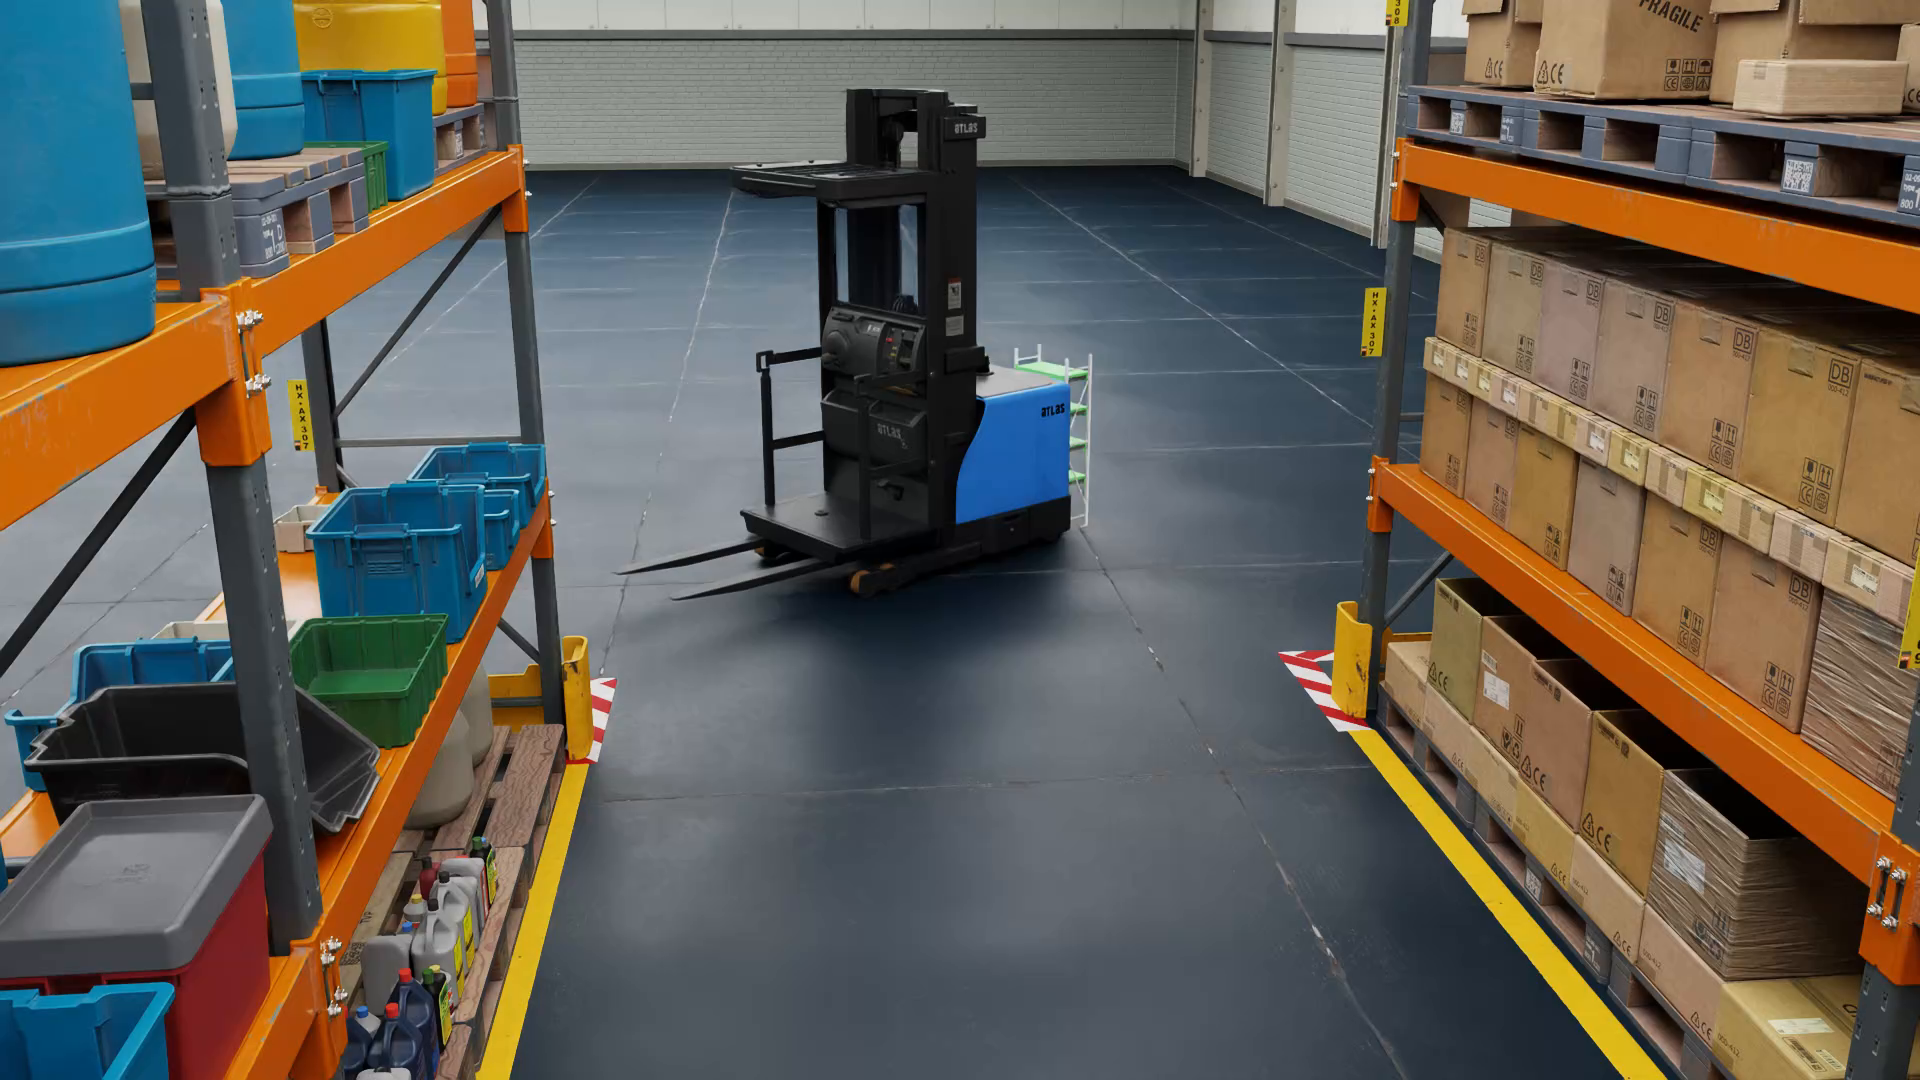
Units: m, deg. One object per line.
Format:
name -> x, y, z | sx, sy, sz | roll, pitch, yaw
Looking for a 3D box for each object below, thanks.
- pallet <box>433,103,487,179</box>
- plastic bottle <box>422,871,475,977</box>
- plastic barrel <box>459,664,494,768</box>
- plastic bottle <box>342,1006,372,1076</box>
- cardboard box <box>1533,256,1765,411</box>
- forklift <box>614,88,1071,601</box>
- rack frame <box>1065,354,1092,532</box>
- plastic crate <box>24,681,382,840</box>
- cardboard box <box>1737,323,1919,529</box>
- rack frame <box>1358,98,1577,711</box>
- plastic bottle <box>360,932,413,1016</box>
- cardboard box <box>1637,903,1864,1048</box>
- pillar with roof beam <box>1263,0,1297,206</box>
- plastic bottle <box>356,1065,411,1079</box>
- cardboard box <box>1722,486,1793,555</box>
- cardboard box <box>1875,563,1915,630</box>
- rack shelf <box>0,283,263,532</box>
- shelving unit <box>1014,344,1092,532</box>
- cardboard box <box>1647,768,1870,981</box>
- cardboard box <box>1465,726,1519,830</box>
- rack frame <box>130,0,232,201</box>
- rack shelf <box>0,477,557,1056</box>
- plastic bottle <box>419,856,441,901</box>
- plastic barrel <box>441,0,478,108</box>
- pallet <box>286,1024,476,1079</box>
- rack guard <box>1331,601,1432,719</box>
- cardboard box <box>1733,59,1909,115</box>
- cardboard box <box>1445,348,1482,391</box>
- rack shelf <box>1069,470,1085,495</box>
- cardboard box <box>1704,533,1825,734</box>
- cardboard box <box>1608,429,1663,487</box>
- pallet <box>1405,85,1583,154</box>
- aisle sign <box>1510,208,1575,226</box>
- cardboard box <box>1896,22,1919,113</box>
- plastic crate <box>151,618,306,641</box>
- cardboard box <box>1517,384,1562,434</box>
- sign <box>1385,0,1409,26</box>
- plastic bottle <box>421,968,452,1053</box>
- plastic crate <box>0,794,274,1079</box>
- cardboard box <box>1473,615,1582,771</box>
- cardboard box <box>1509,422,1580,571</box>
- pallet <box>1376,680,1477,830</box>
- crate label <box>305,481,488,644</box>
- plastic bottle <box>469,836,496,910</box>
pallet -> -2.426, -1.536, 6.371 | 1.003, 0.211, 1.213 | -2, 18, -6
plastic bottle -> -1.755, 1.309, 5.687 | 0.144, 0.351, 0.185 | -1, 17, -3
plastic barrel -> -2.270, 0.735, 7.279 | 0.421, 0.512, 0.421 | 0, 17, 0
plastic bottle -> -1.816, 1.552, 4.914 | 0.144, 0.351, 0.185 | -2, 18, -6
cardboard box -> 2.666, -0.802, 6.390 | 0.700, 0.500, 0.500 | -2, 18, -5
forklift -> -0.696, -1.225, 10.185 | 3.031, 2.935, 1.130 | -15, 23, -39
rack frame -> 0.788, -0.649, 11.239 | 0.240, 1.200, 0.015 | -15, 23, -39
plastic crate -> -1.929, 0.617, 4.309 | 0.767, 0.338, 0.504 | -2, 18, -6
cardboard box -> 2.820, -0.354, 4.965 | 0.700, 0.500, 0.500 | -2, 18, -6
rack frame -> 2.513, -0.597, 8.070 | 1.000, 3.000, 0.127 | -2, 18, -6
plastic bottle -> -1.880, 1.412, 5.483 | 0.152, 0.276, 0.135 | -2, 18, -6
cardboard box -> 2.619, 1.426, 5.517 | 0.500, 0.250, 0.500 | -2, 18, -6
pillar with roof beam -> 1.615, -10.449, 29.436 | 9.100, 9.000, 0.400 | -2, 18, -6
plastic bottle -> -1.659, 1.632, 4.782 | 0.152, 0.276, 0.135 | -1, 17, -4
cardboard box -> 2.603, -0.067, 5.131 | 0.380, 0.149, 0.250 | -2, 18, -6
cardboard box -> 2.685, 0.163, 4.399 | 0.380, 0.149, 0.250 | -2, 18, -6
rack shelf -> -1.795, 0.255, 1.551 | 1.077, 0.370, 4.000 | -2, 18, -6
shelving unit -> 0.627, -0.703, 11.413 | 0.258, 1.200, 0.503 | -15, 23, -39
cardboard box -> 2.620, 1.068, 5.405 | 0.500, 0.500, 0.500 | -2, 18, -6
cardboard box -> 2.454, 0.979, 6.940 | 0.500, 0.250, 0.500 | -2, 18, -6
rack frame -> -2.002, -2.115, 2.892 | 1.000, 3.000, 0.127 | -2, 18, -6
rack shelf -> -2.208, 0.494, 5.796 | 1.077, 0.370, 4.000 | -2, 18, -6
plastic bottle -> -1.896, 1.254, 5.975 | 0.061, 0.283, 0.133 | -2, 18, -6
plastic barrel -> -2.238, -2.140, 6.561 | 0.600, 0.830, 0.708 | -2, 18, -6
pallet -> -2.029, 1.876, 4.849 | 1.003, 0.211, 1.213 | -2, 18, -6
rack guard -> 2.511, 0.589, 8.467 | 1.175, 0.500, 0.348 | -2, 18, -6
cardboard box -> 2.529, -1.334, 4.897 | 0.380, 0.149, 0.250 | -2, 18, -6
cardboard box -> 2.369, -0.752, 7.314 | 0.380, 0.149, 0.250 | -2, 18, -7
rack shelf -> 0.626, -0.413, 11.504 | 0.258, 0.148, 0.480 | -15, 23, -39
cardboard box -> 2.813, 0.258, 5.180 | 0.700, 0.500, 0.500 | -2, 18, -6
cardboard box -> 2.525, -0.294, 5.856 | 0.380, 0.149, 0.250 | -1, 17, -4
pallet -> 2.560, -1.774, 6.961 | 1.003, 0.211, 1.213 | -2, 18, -6
aisle sign -> 2.798, -1.866, 7.772 | 0.394, 0.787, 0.004 | -2, 18, -6
cardboard box -> 3.080, -1.380, 4.771 | 0.500, 0.311, 0.500 | -3, 18, -9
plastic crate -> -2.421, 0.397, 5.346 | 0.530, 0.136, 0.437 | -2, 18, -6
cardboard box -> 2.447, -0.523, 6.585 | 0.380, 0.149, 0.250 | -2, 18, -7
sign -> 1.960, -2.467, 7.429 | 0.100, 0.325, 0.005 | -2, 18, -6
plastic bottle -> -1.667, 1.473, 5.278 | 0.061, 0.283, 0.133 | -1, 17, -3
plastic crate -> -1.647, 0.851, 3.351 | 0.402, 0.464, 0.583 | -2, 18, -6
cardboard box -> 2.465, 0.621, 6.829 | 0.500, 0.500, 0.500 | -2, 18, -6
cardboard box -> 2.653, -0.201, 6.641 | 0.700, 0.500, 0.500 | -2, 18, -5
pallet -> 2.634, 0.960, 7.766 | 1.003, 0.211, 1.213 | -2, 18, -6
crate label -> -1.955, 0.078, 5.861 | 0.502, 0.435, 0.616 | -2, 18, -6
plastic bottle -> -1.759, 1.209, 6.118 | 0.061, 0.283, 0.133 | -1, 17, -4
